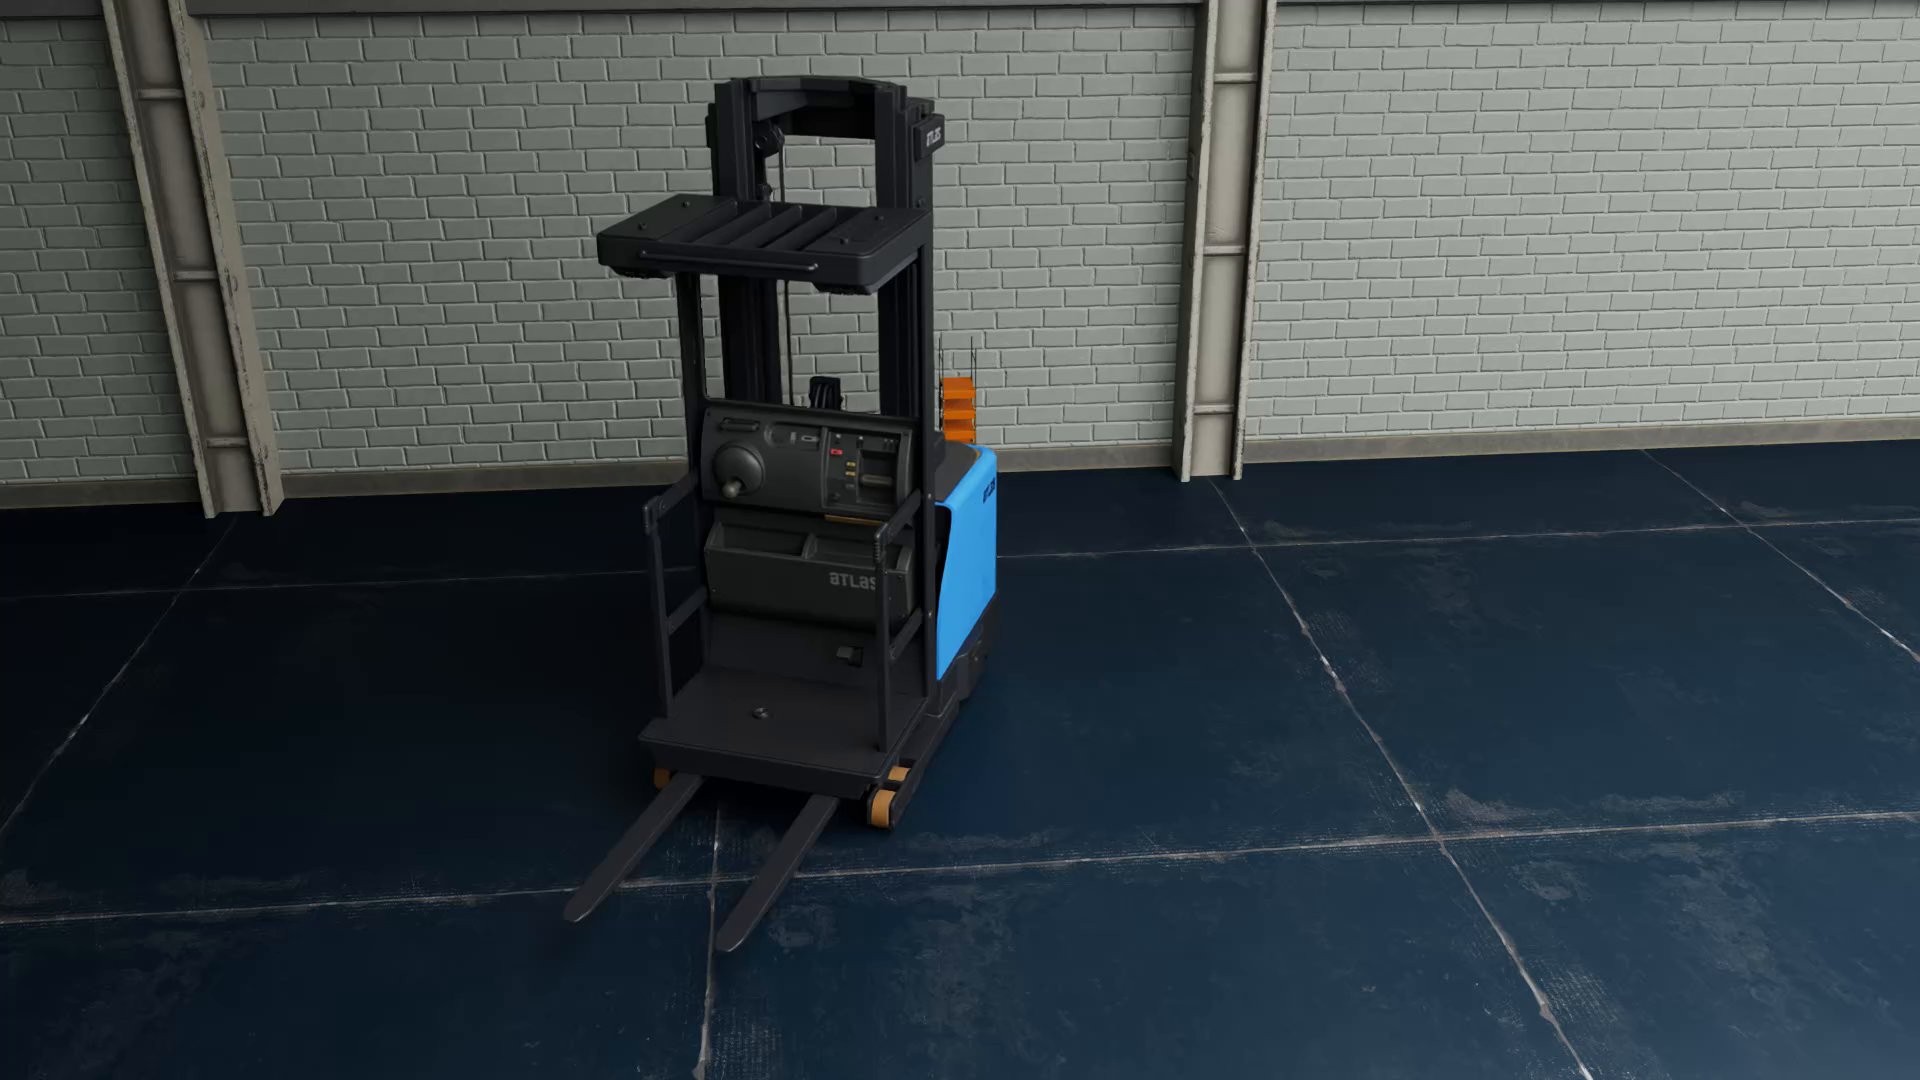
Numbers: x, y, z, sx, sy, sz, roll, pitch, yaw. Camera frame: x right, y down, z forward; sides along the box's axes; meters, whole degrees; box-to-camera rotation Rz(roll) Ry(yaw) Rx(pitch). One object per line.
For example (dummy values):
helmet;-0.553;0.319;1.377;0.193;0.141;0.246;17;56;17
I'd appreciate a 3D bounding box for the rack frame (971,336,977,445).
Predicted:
rack frame;0.077;-0.551;9.513;0.006;1.200;0.240;-2;24;-5

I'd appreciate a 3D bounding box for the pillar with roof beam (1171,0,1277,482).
pillar with roof beam;2.011;-2.813;5.001;0.400;9.000;9.100;-2;24;-5

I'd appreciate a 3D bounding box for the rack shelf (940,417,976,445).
rack shelf;-0.014;-0.617;9.474;0.180;0.103;0.258;-2;24;-5

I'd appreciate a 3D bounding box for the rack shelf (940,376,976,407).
rack shelf;-0.014;-0.836;9.377;0.180;0.103;0.258;-2;24;-5

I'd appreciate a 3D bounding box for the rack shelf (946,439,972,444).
rack shelf;-0.014;-0.507;9.523;0.180;0.103;0.258;-2;24;-5

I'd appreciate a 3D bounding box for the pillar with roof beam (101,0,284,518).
pillar with roof beam;-3.960;-2.574;4.462;0.400;9.000;9.100;-2;24;-5

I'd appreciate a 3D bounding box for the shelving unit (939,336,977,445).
shelving unit;-0.014;-0.548;9.505;0.189;1.200;0.258;-2;24;-5

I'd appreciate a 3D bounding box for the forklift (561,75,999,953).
forklift;-0.711;-0.300;6.817;1.130;2.935;3.031;7;25;15

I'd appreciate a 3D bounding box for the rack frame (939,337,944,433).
rack frame;-0.105;-0.544;9.497;0.006;1.200;0.240;-2;24;-5

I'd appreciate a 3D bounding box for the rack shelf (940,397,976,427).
rack shelf;-0.014;-0.726;9.426;0.180;0.103;0.258;-2;24;-5
